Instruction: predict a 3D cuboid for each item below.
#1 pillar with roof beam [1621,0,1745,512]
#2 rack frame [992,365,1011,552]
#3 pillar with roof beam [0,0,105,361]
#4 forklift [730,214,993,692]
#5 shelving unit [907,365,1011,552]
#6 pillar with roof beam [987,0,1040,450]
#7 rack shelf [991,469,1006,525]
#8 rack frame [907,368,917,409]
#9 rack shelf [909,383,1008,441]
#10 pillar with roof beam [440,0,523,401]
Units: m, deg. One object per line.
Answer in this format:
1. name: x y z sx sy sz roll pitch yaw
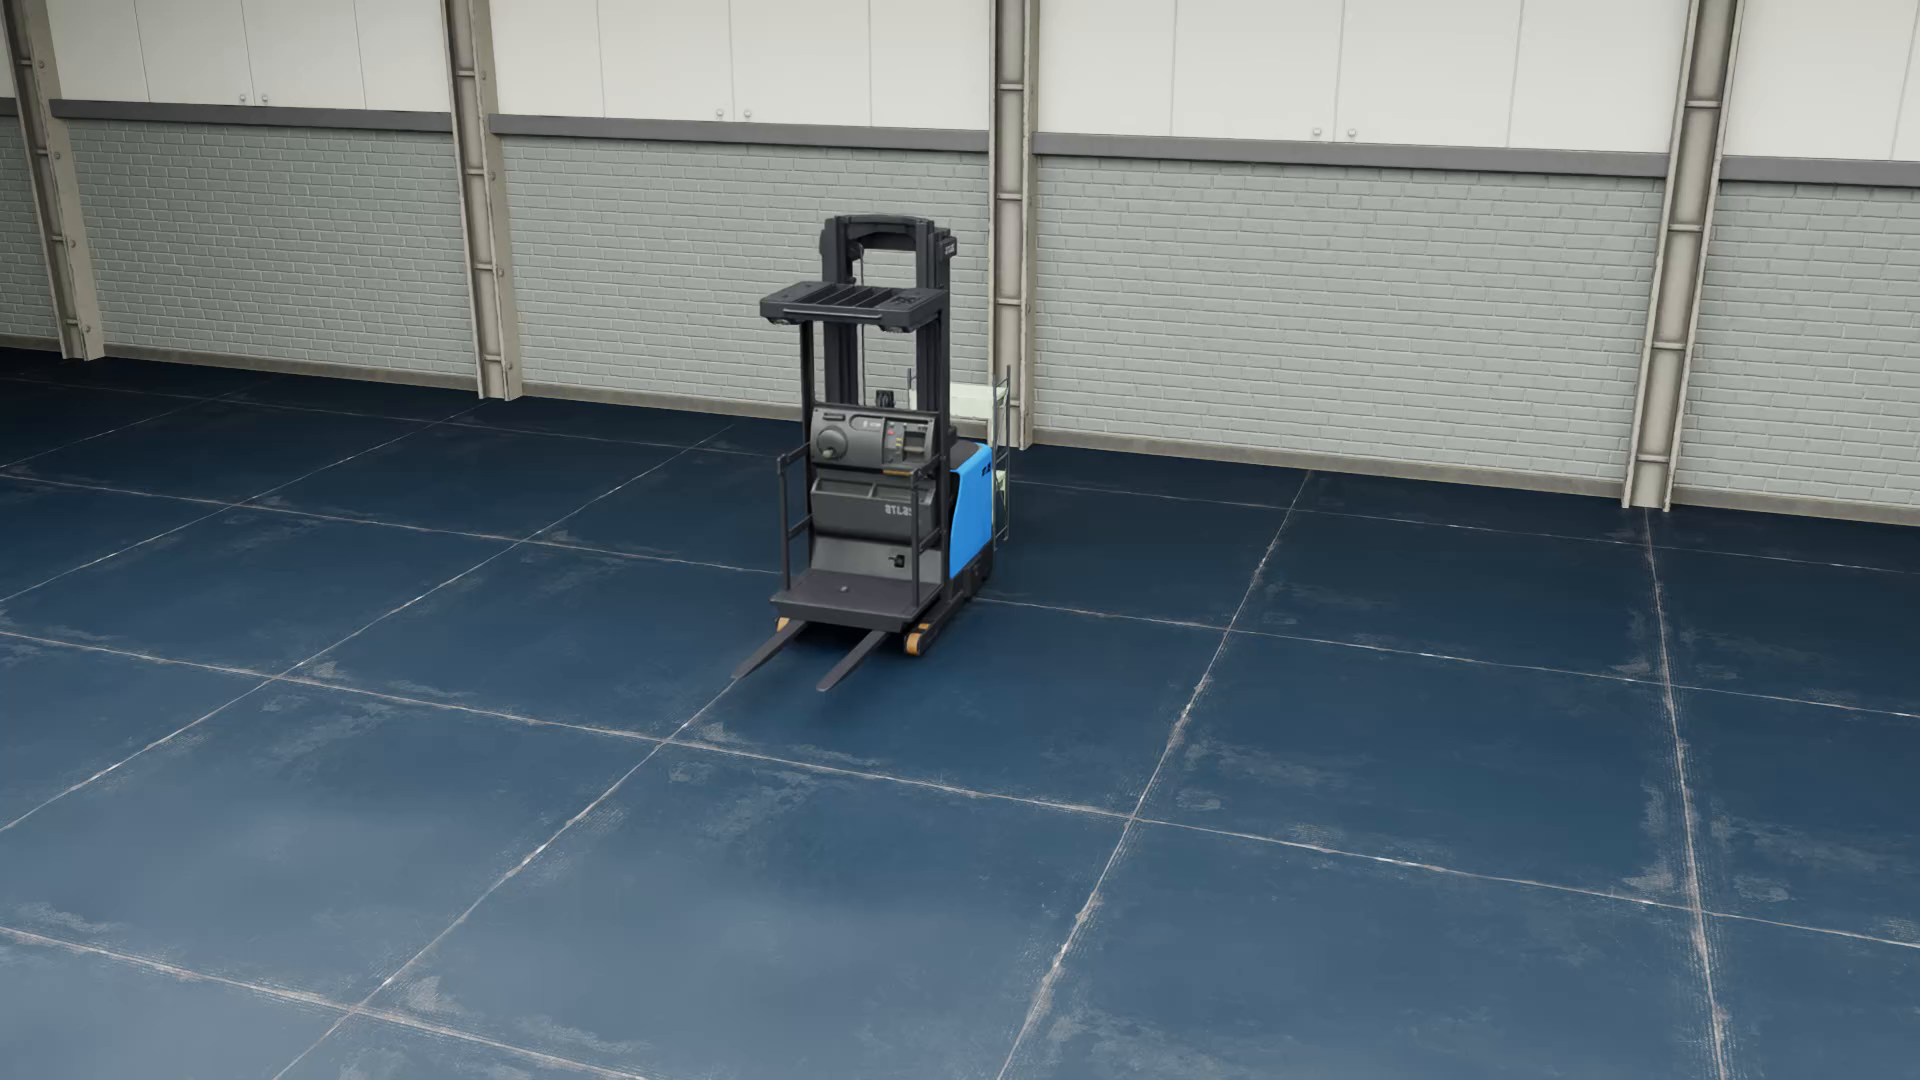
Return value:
1. pillar with roof beam: 4.764 -3.230 9.671 0.400 9.000 9.100 7 20 18
2. rack frame: 0.339 -0.669 13.718 0.023 1.500 0.400 7 20 18
3. pillar with roof beam: -12.239 -5.174 15.249 0.400 9.000 9.100 7 20 18
4. forklift: -0.693 -0.715 11.675 1.130 2.935 3.031 6 20 18
5. shelving unit: -0.006 -0.709 13.831 0.755 1.500 0.431 7 20 18
6. pillar with roof beam: -0.904 -3.878 11.530 0.400 9.000 9.100 7 20 18
7. rack shelf: -0.006 -0.401 13.939 0.720 0.370 0.431 7 20 18
8. rack frame: -0.352 -0.748 13.945 0.023 1.500 0.400 7 20 18
9. rack shelf: -0.006 -1.077 13.703 0.720 0.370 0.431 7 20 18
10. pillar with roof beam: -6.572 -4.526 13.390 0.400 9.000 9.100 7 20 18
